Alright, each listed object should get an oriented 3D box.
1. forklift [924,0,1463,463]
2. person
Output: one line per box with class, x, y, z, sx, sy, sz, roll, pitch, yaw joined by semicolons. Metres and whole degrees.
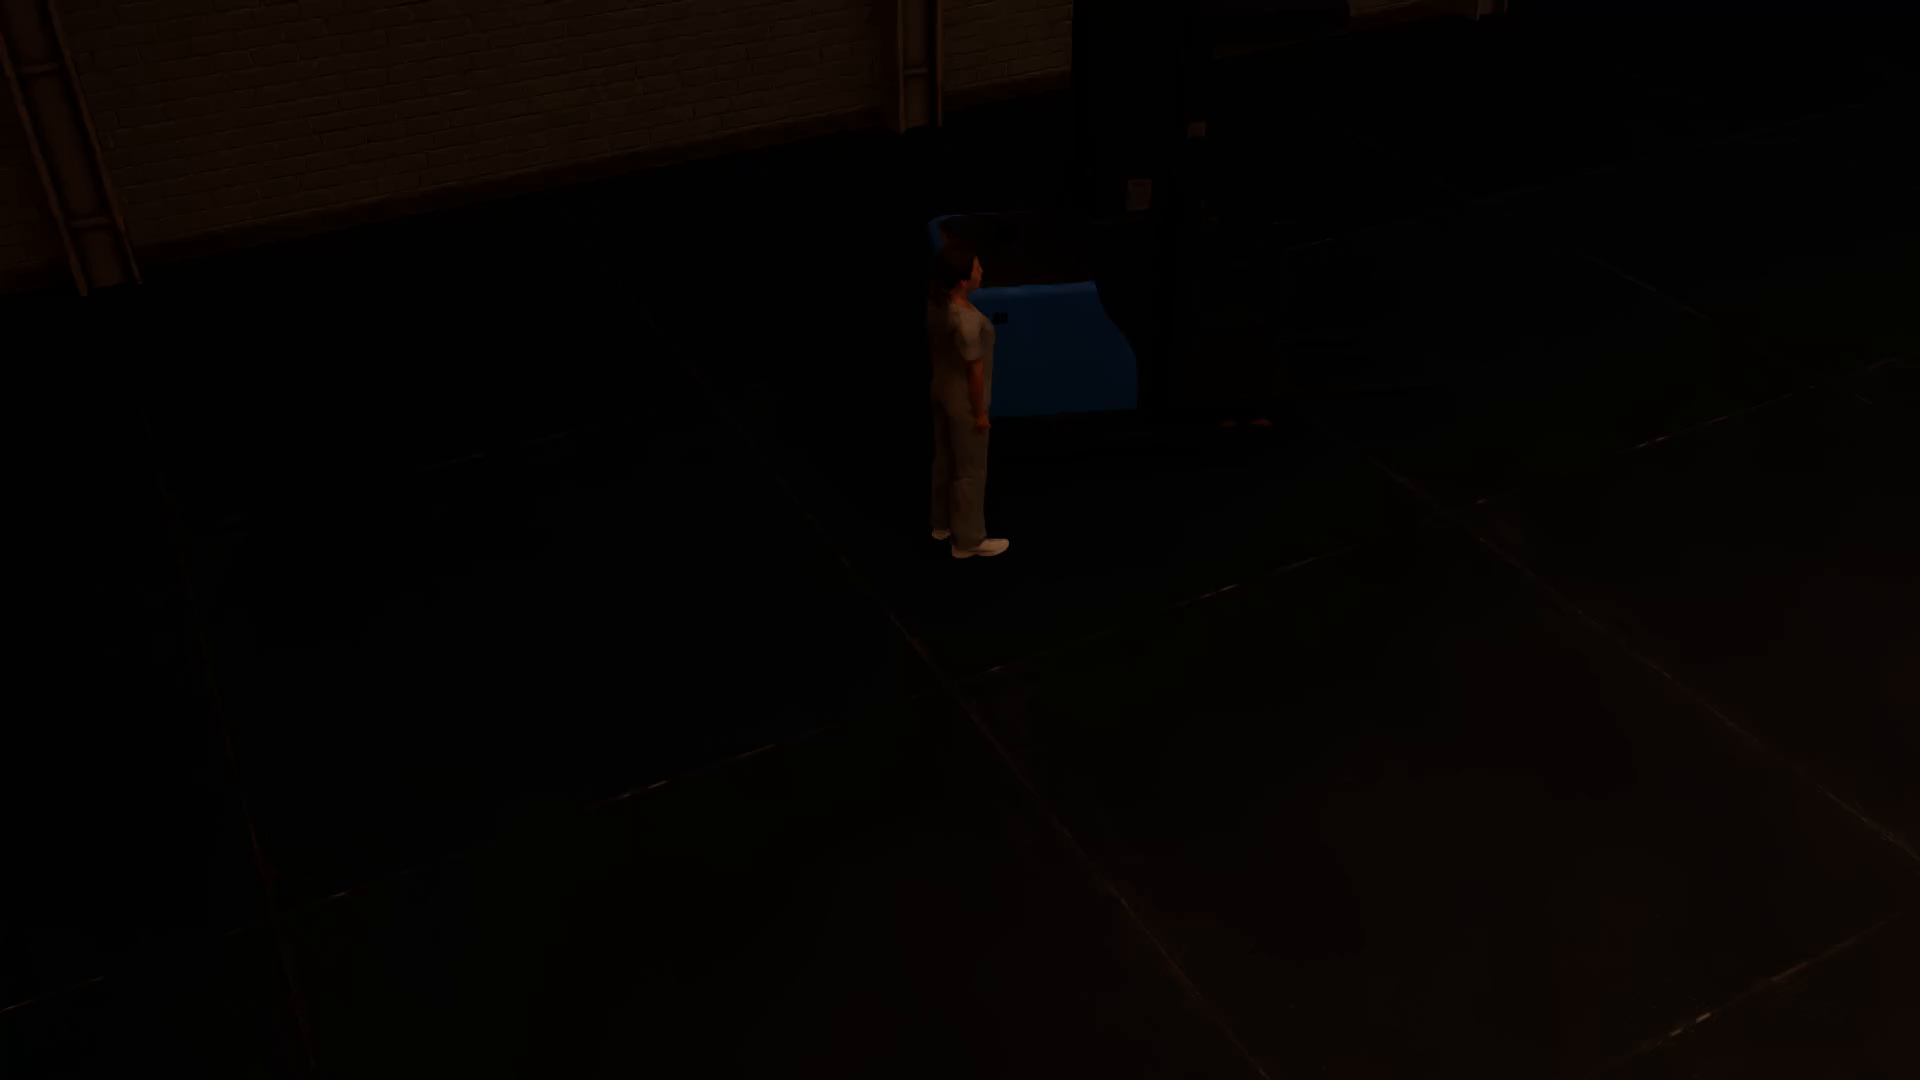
forklift;1.350;-2.000;8.953;3.031;2.935;1.130;-5;36;-7
person;0.007;-0.686;8.184;0.365;1.673;0.432;-17;39;-23
